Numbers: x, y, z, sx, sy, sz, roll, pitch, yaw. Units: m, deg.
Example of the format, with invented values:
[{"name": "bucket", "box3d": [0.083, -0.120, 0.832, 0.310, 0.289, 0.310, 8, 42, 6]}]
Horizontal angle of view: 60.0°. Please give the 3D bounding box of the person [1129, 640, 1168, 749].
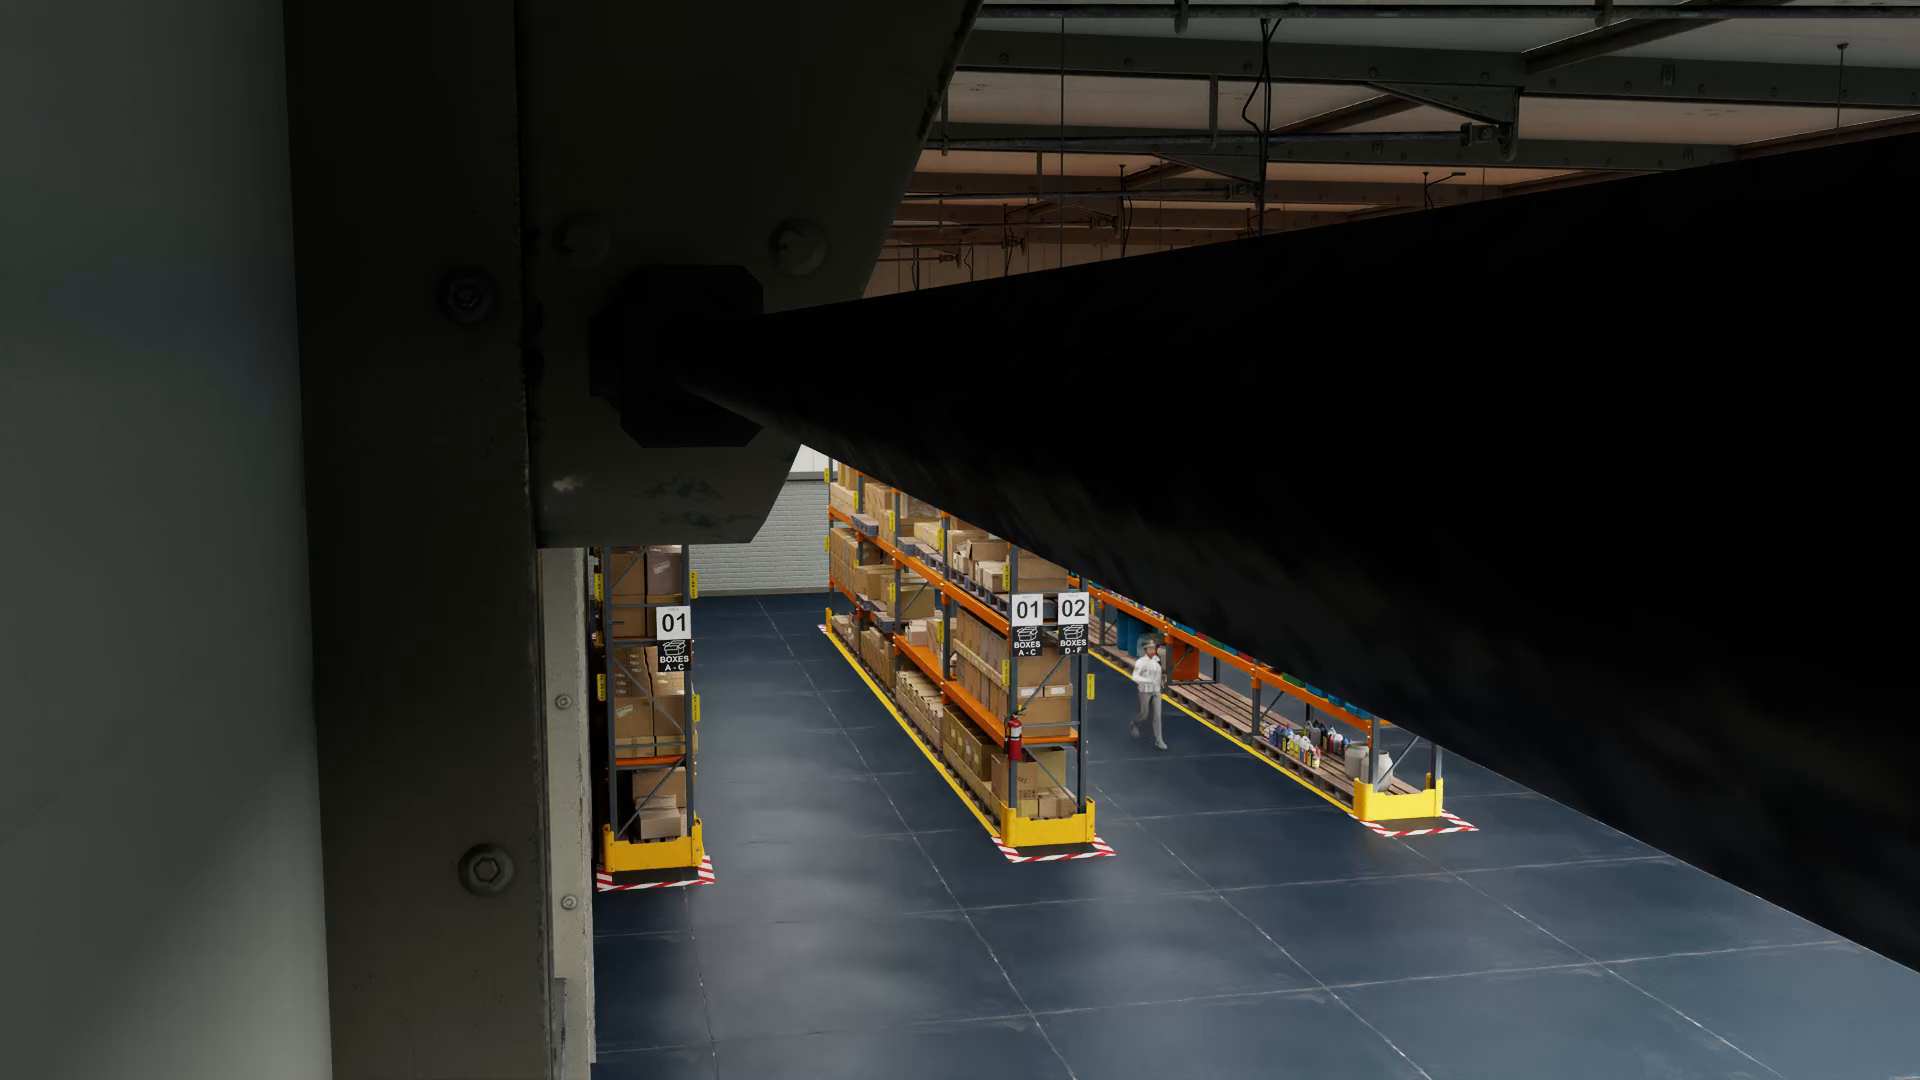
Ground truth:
[{"name": "person", "box3d": [2.972, 2.373, 26.027, 0.614, 1.667, 0.957, -3, 7, -25]}]
